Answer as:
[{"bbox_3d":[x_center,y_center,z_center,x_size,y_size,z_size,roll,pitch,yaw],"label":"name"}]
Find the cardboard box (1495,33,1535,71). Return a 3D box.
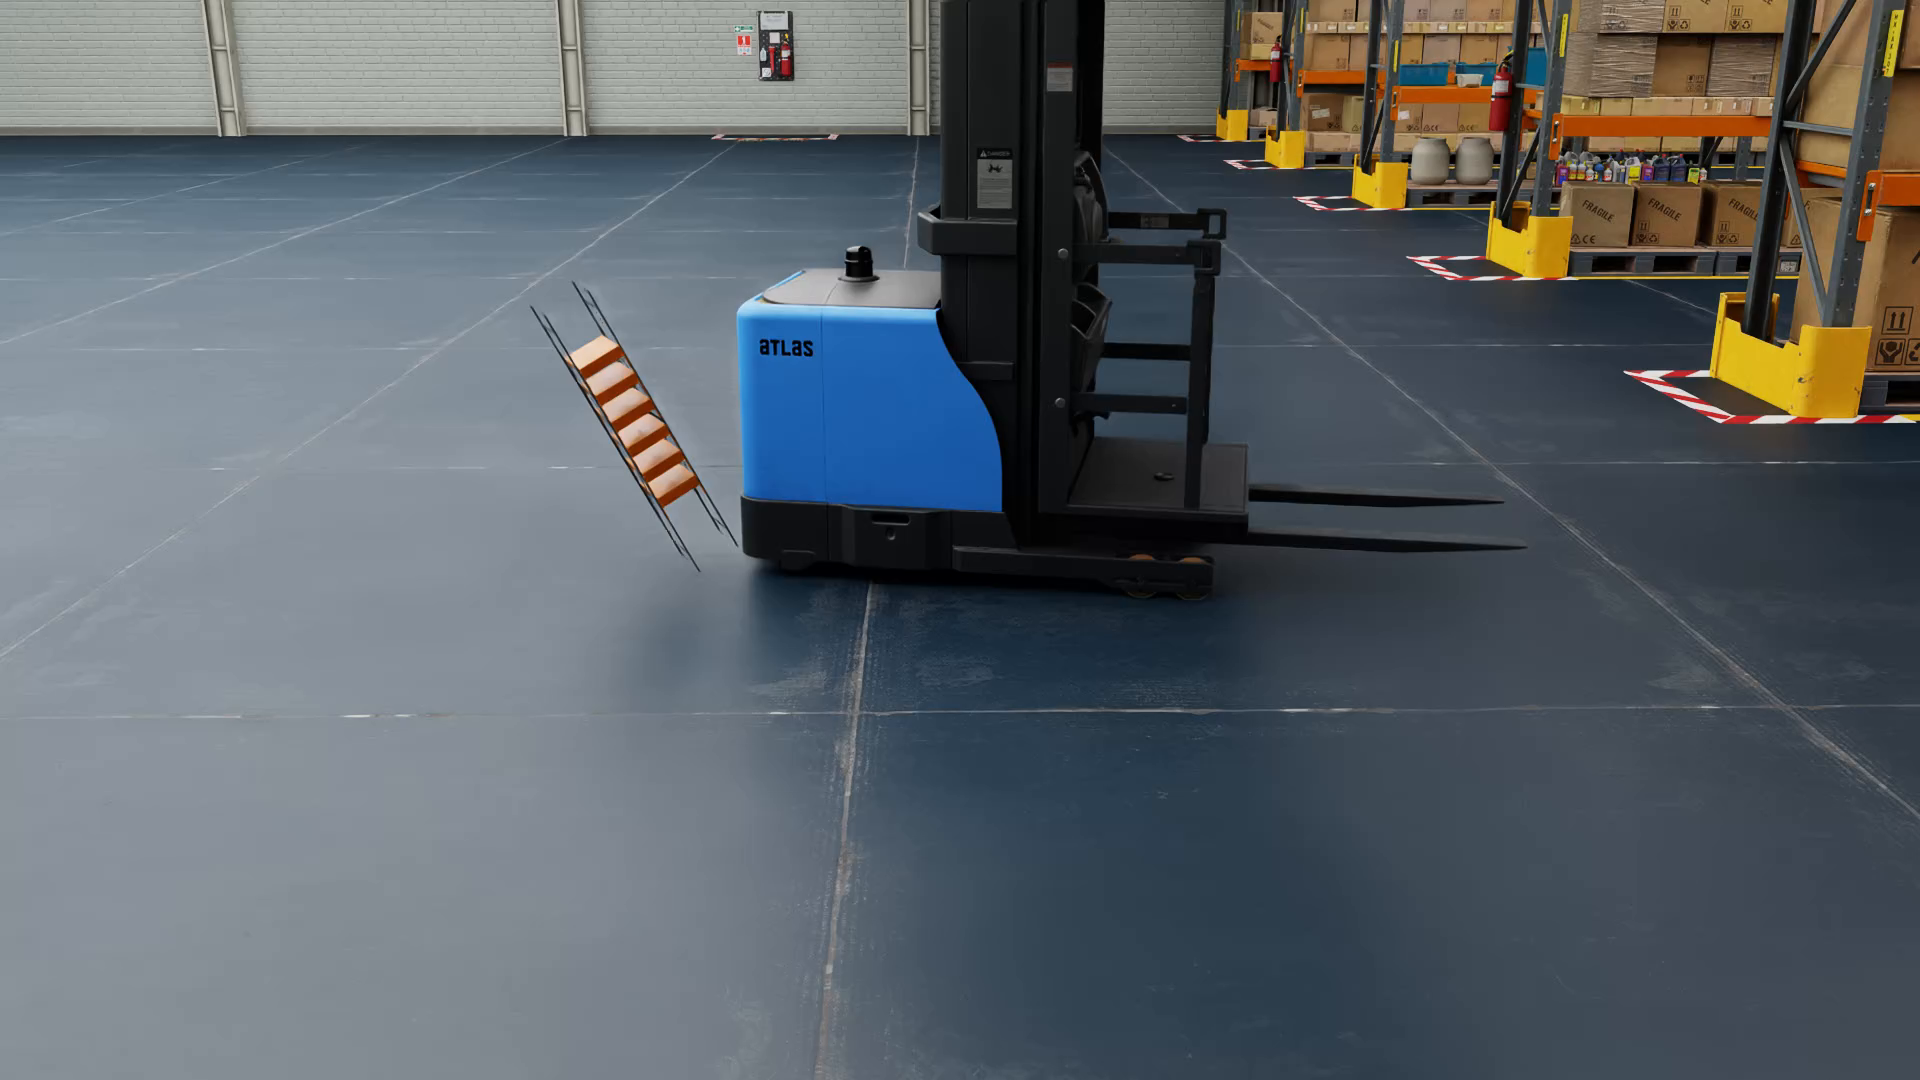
[{"bbox_3d":[7.695,-6.874,23.402,0.500,0.500,0.700,0,18,-1],"label":"cardboard box"}]

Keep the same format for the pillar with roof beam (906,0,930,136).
[{"bbox_3d":[-0.661,-10.109,23.829,0.400,9.000,9.100,0,18,-1],"label":"pillar with roof beam"}]

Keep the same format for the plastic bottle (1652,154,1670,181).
[{"bbox_3d":[7.909,-4.178,18.779,0.185,0.351,0.144,-1,18,-4],"label":"plastic bottle"}]

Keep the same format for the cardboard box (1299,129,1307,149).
[{"bbox_3d":[5.198,-5.799,24.030,0.500,0.250,0.500,0,18,-1],"label":"cardboard box"}]

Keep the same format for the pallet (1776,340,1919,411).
[{"bbox_3d":[5.594,-0.975,9.741,1.213,0.211,1.003,0,18,-1],"label":"pallet"}]

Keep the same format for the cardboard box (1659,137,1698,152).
[{"bbox_3d":[10.102,-5.658,23.587,0.500,0.250,0.500,-1,18,-3],"label":"cardboard box"}]

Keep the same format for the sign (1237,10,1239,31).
[{"bbox_3d":[4.593,-8.575,27.452,0.005,0.325,0.100,0,18,-1],"label":"sign"}]

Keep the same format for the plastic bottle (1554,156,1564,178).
[{"bbox_3d":[6.961,-4.352,19.442,0.135,0.276,0.152,-1,18,-2],"label":"plastic bottle"}]

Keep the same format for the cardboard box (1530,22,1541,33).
[{"bbox_3d":[7.888,-7.122,23.114,0.250,0.149,0.380,-1,18,-2],"label":"cardboard box"}]

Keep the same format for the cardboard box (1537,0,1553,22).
[{"bbox_3d":[8.222,-7.497,23.218,0.500,0.500,0.700,0,18,-1],"label":"cardboard box"}]

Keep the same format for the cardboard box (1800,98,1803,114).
[{"bbox_3d":[6.857,-3.619,13.829,0.250,0.149,0.380,0,18,-1],"label":"cardboard box"}]

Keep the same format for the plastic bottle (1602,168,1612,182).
[{"bbox_3d":[7.306,-4.097,18.770,0.097,0.201,0.097,0,18,0],"label":"plastic bottle"}]

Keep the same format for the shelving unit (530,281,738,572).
[{"bbox_3d":[-1.259,-0.430,6.490,0.189,1.200,0.258,-34,28,-14],"label":"shelving unit"}]

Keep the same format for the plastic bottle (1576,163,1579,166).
[{"bbox_3d":[7.172,-4.282,19.345,0.097,0.201,0.097,0,18,0],"label":"plastic bottle"}]

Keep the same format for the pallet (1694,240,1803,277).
[{"bbox_3d":[6.925,-2.461,14.374,1.213,0.211,1.003,0,18,-1],"label":"pallet"}]

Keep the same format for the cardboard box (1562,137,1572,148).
[{"bbox_3d":[9.076,-5.816,24.083,0.500,0.250,0.500,0,18,-1],"label":"cardboard box"}]

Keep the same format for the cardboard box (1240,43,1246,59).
[{"bbox_3d":[5.049,-8.328,28.312,0.500,0.250,0.500,0,18,0],"label":"cardboard box"}]

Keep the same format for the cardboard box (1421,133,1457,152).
[{"bbox_3d":[6.706,-5.648,23.557,0.500,0.250,0.500,0,18,-1],"label":"cardboard box"}]

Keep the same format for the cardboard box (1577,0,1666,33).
[{"bbox_3d":[5.373,-4.375,13.488,0.500,0.500,0.500,0,18,-1],"label":"cardboard box"}]

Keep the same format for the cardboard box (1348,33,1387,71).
[{"bbox_3d":[5.658,-6.866,23.376,0.500,0.500,0.700,0,18,1],"label":"cardboard box"}]

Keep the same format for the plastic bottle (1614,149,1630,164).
[{"bbox_3d":[7.738,-4.392,19.446,0.185,0.351,0.144,-1,18,-3],"label":"plastic bottle"}]

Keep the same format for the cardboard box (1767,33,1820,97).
[{"bbox_3d":[6.868,-4.001,13.959,0.500,0.500,0.875,0,18,-1],"label":"cardboard box"}]

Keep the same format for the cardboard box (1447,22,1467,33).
[{"bbox_3d":[6.862,-7.117,23.098,0.250,0.149,0.380,0,18,1],"label":"cardboard box"}]

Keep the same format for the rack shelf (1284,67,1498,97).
[{"bbox_3d":[6.666,-6.483,23.524,4.000,0.370,1.077,0,18,-1],"label":"rack shelf"}]

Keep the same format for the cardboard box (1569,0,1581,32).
[{"bbox_3d":[5.365,-4.534,13.983,0.500,0.500,0.500,0,18,-1],"label":"cardboard box"}]

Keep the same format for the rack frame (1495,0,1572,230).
[{"bbox_3d":[4.819,-3.790,13.953,0.127,3.000,1.000,0,18,-1],"label":"rack frame"}]

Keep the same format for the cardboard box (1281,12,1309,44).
[{"bbox_3d":[5.561,-8.534,27.725,0.500,0.500,0.500,0,18,-1],"label":"cardboard box"}]

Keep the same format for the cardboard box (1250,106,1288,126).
[{"bbox_3d":[5.278,-7.234,28.369,0.500,0.311,0.500,-2,18,-7],"label":"cardboard box"}]

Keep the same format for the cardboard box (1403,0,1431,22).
[{"bbox_3d":[6.216,-7.487,23.188,0.500,0.500,0.700,0,18,-1],"label":"cardboard box"}]

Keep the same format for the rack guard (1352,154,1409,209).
[{"bbox_3d":[4.816,-4.128,19.096,0.348,0.500,1.175,0,18,-1],"label":"rack guard"}]

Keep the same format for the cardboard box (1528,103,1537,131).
[{"bbox_3d":[8.197,-6.176,23.977,0.500,0.500,0.500,0,18,-1],"label":"cardboard box"}]

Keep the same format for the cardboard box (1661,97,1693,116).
[{"bbox_3d":[5.858,-3.599,13.767,0.250,0.149,0.380,0,18,-1],"label":"cardboard box"}]

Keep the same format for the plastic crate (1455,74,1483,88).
[{"bbox_3d":[5.641,-5.084,18.416,0.250,0.136,0.298,0,18,-1],"label":"plastic crate"}]

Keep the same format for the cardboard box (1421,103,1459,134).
[{"bbox_3d":[6.706,-6.005,23.442,0.500,0.500,0.500,0,18,-1],"label":"cardboard box"}]

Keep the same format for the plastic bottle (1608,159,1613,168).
[{"bbox_3d":[7.421,-4.178,18.887,0.133,0.283,0.061,0,18,-1],"label":"plastic bottle"}]

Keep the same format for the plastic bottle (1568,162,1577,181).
[{"bbox_3d":[6.901,-4.129,18.754,0.097,0.271,0.097,0,18,0],"label":"plastic bottle"}]

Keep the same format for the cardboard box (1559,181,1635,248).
[{"bbox_3d":[5.444,-2.798,14.264,0.500,0.500,0.500,3,18,9],"label":"cardboard box"}]

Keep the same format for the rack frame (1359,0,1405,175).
[{"bbox_3d":[4.741,-5.303,18.668,0.127,3.000,1.000,0,18,-1],"label":"rack frame"}]

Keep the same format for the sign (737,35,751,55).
[{"bbox_3d":[-3.755,-8.613,28.928,0.234,0.329,0.001,0,18,-1],"label":"sign"}]

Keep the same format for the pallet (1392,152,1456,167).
[{"bbox_3d":[6.647,-5.510,23.877,1.213,0.211,1.003,0,18,-1],"label":"pallet"}]

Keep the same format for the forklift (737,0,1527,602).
[{"bbox_3d":[0.694,-1.337,6.418,3.031,2.935,1.130,3,18,9],"label":"forklift"}]

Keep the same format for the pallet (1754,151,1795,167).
[{"bbox_3d":[11.841,-5.535,23.955,1.213,0.211,1.003,0,18,-1],"label":"pallet"}]

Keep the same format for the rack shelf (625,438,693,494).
[{"bbox_3d":[-1.193,-0.300,6.566,0.180,0.103,0.258,-34,28,-14],"label":"rack shelf"}]

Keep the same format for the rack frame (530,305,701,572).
[{"bbox_3d":[-1.332,-0.380,6.468,0.006,1.200,0.240,-34,28,-14],"label":"rack frame"}]

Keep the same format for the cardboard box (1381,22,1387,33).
[{"bbox_3d":[5.828,-7.112,23.082,0.250,0.149,0.380,-1,18,-2],"label":"cardboard box"}]

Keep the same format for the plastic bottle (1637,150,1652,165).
[{"bbox_3d":[7.929,-4.349,19.312,0.185,0.351,0.144,0,18,-1],"label":"plastic bottle"}]
